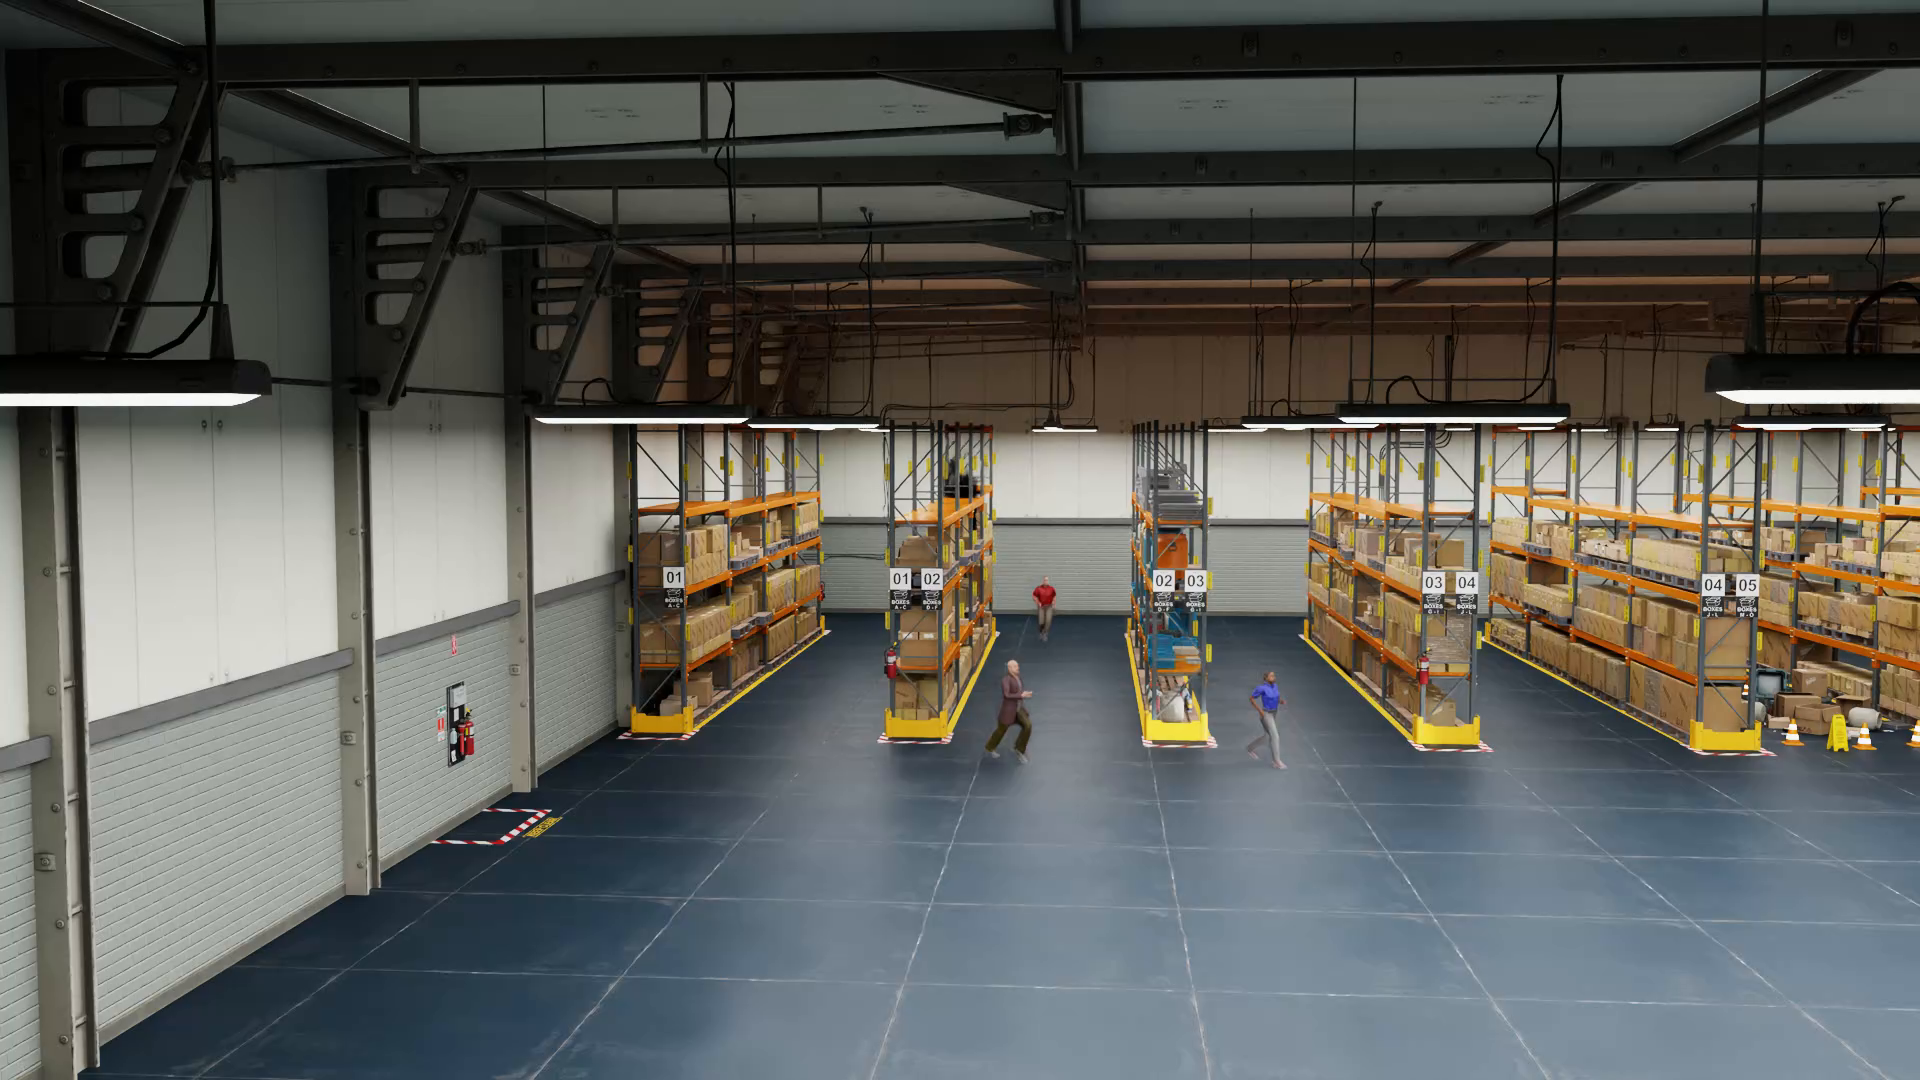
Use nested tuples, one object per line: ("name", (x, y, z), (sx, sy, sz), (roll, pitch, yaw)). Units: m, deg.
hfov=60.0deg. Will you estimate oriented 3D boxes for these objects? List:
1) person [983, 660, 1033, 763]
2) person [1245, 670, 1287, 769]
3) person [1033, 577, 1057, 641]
("person", (0.889, 3.092, 29.109), (0.970, 1.635, 0.727), (3, 4, 35))
("person", (5.326, 3.116, 28.810), (0.870, 1.596, 0.566), (3, 5, 44))
("person", (2.248, 1.826, 43.815), (0.649, 1.714, 0.544), (0, 4, -7))
